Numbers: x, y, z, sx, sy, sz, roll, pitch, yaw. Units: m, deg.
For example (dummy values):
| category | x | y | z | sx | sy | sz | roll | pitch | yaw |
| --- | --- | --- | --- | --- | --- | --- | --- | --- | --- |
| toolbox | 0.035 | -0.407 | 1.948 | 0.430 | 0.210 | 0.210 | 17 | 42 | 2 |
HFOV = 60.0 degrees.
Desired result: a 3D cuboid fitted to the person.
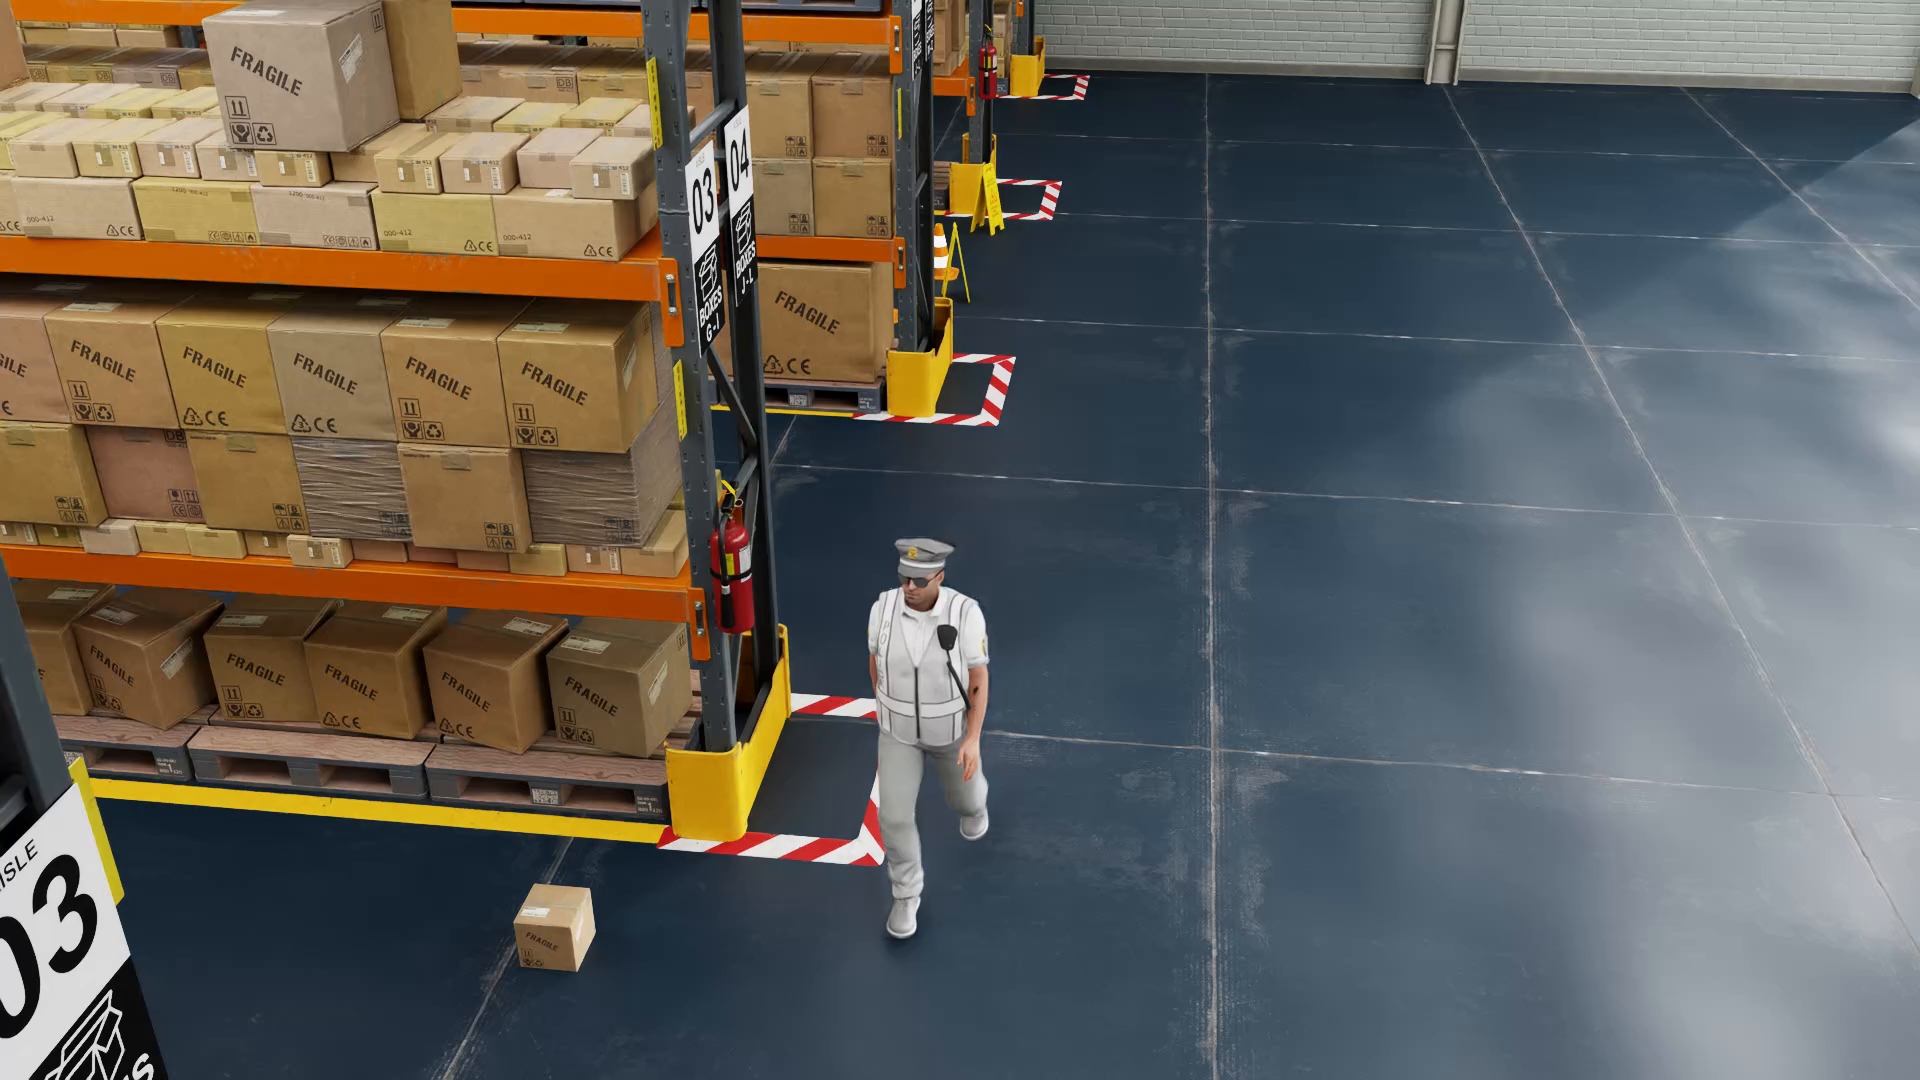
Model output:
| category | x | y | z | sx | sy | sz | roll | pitch | yaw |
| --- | --- | --- | --- | --- | --- | --- | --- | --- | --- |
| person | -0.147 | 0.781 | 7.134 | 0.540 | 1.696 | 0.905 | 4 | 28 | 8 |
